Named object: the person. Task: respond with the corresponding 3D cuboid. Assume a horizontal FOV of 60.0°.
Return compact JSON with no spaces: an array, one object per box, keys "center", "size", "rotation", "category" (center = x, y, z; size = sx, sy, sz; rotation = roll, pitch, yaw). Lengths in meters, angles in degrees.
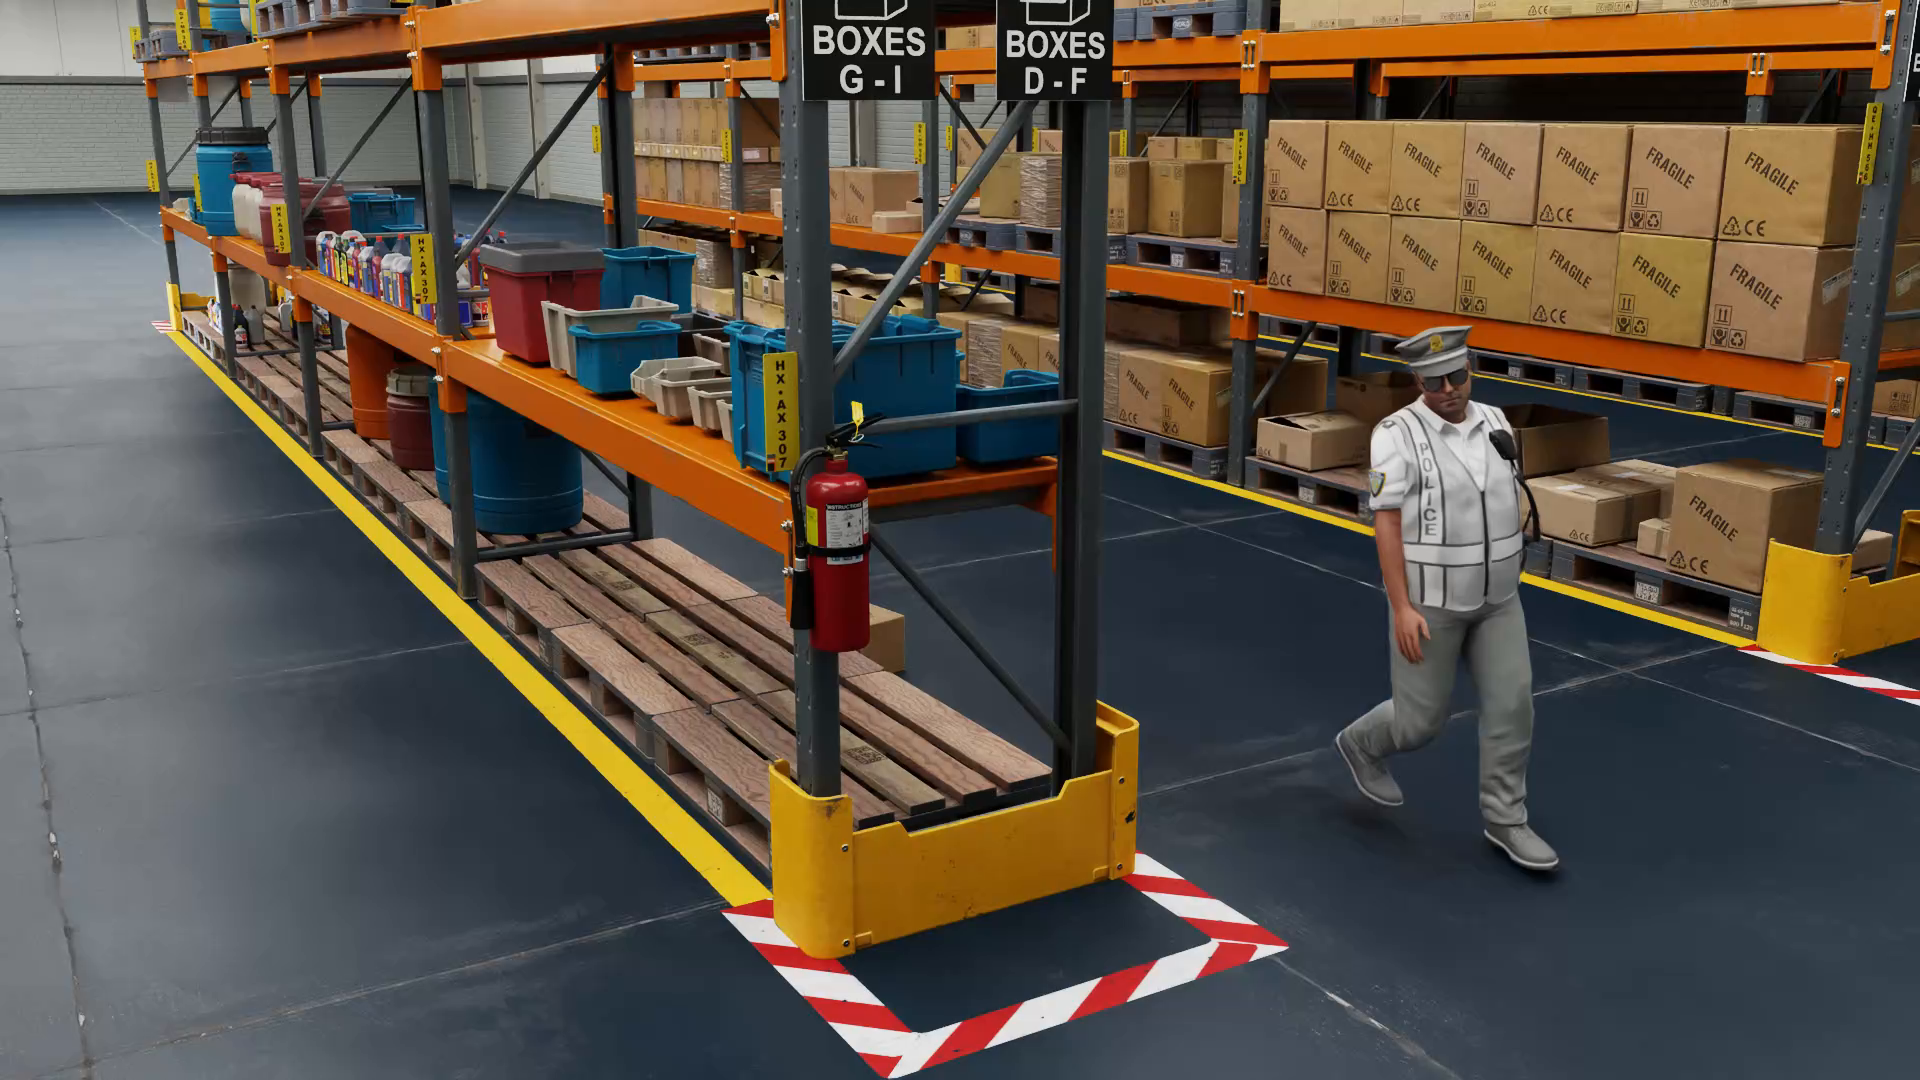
[{"center":[1.566,0.159,5.368],"size":[0.563,1.713,0.774],"rotation":[-4,15,-16],"category":"person"}]
